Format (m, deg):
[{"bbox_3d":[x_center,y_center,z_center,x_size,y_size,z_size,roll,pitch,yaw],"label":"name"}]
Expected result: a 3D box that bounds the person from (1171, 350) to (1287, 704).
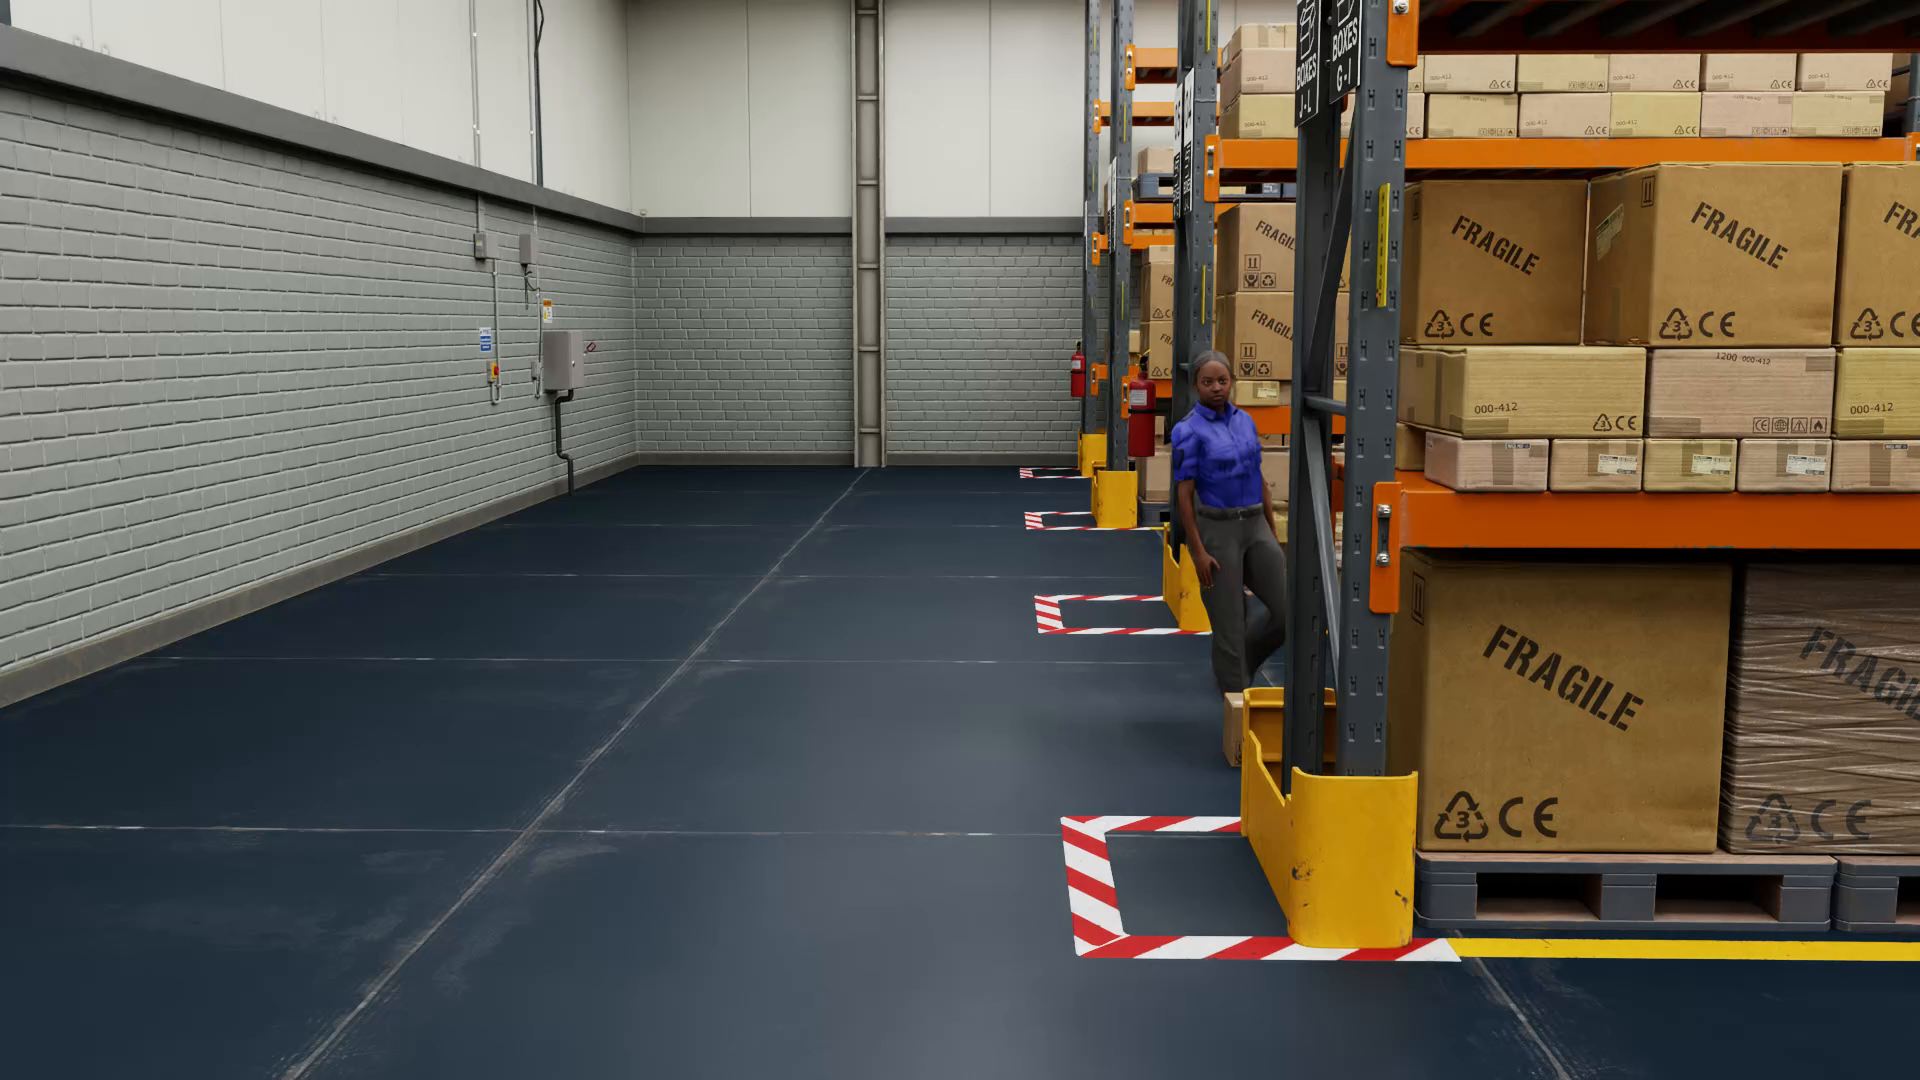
[{"bbox_3d":[1.192,0.023,7.085,0.531,1.655,0.531,-4,8,-30],"label":"person"}]
